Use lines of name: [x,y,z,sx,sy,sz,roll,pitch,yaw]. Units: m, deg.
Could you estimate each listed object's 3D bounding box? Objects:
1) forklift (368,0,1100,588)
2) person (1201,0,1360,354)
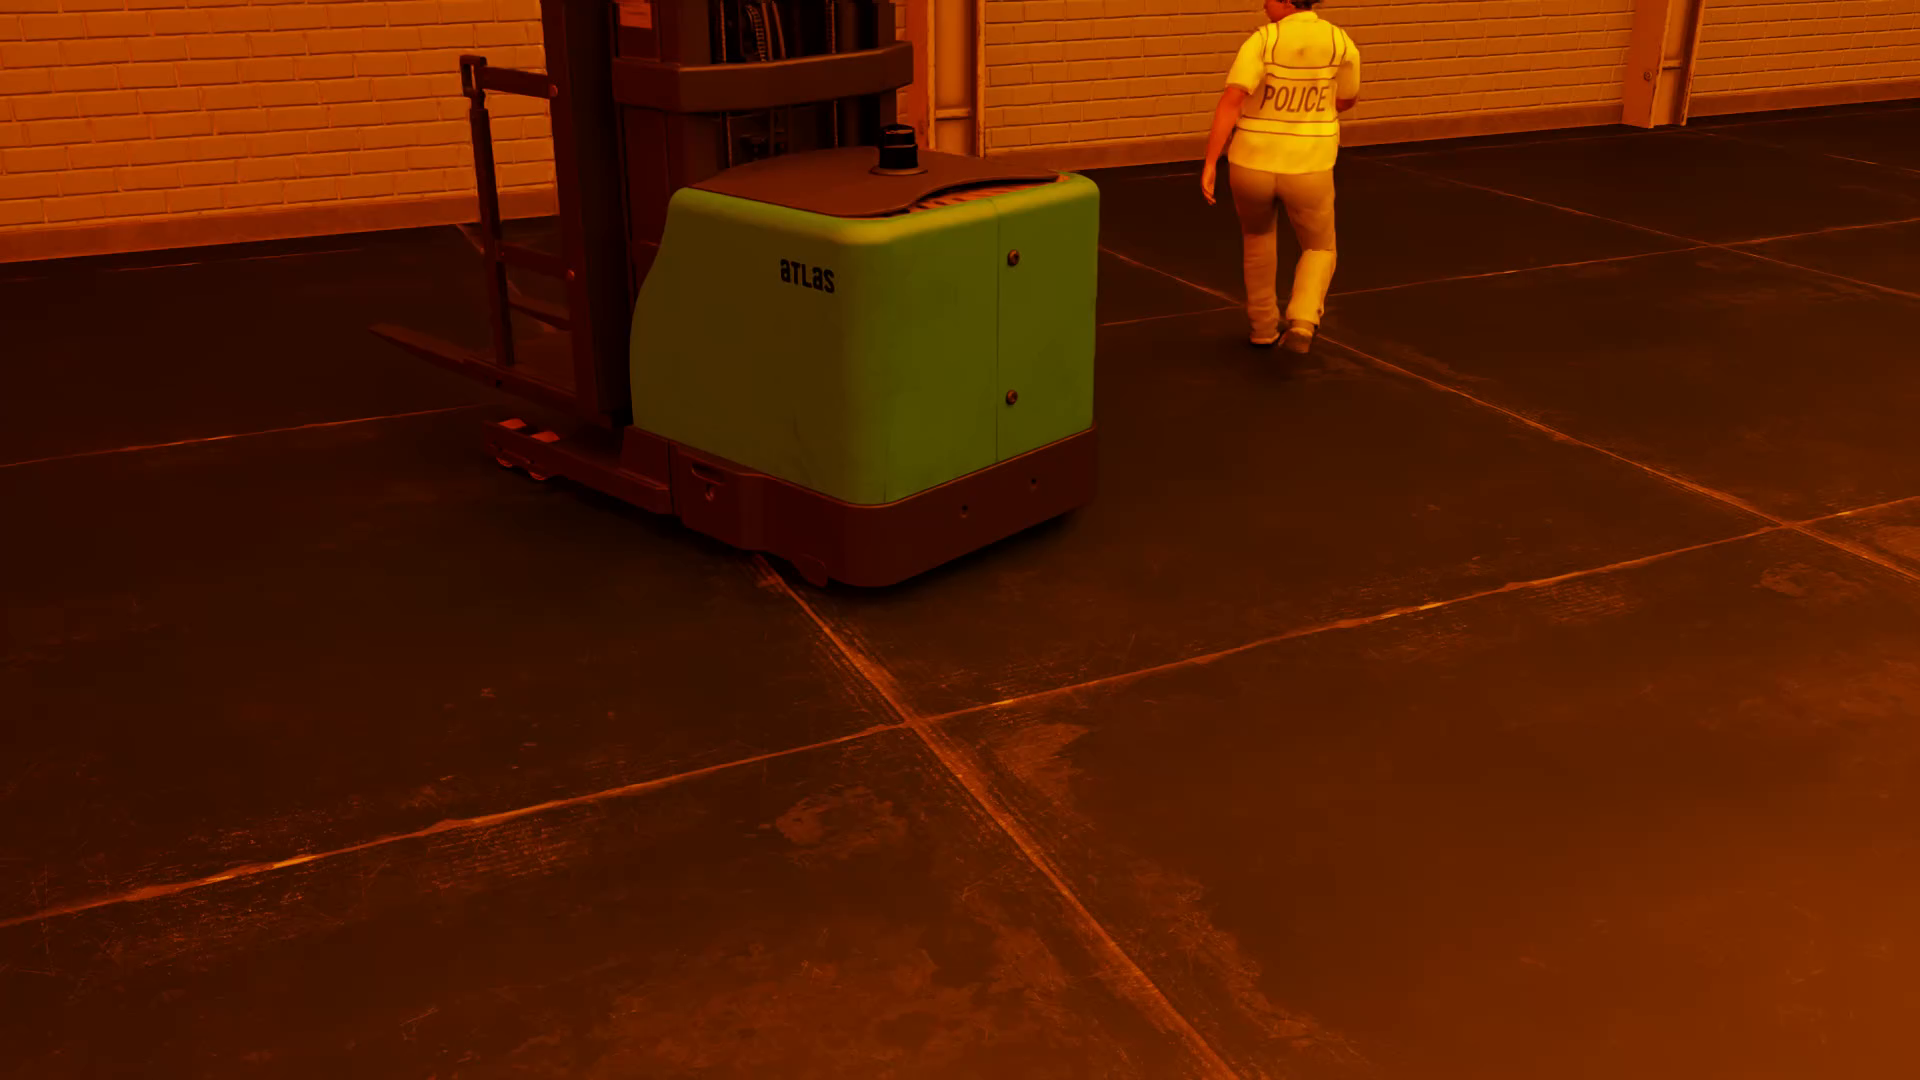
forklift: [-0.994,-1.681,5.332,3.031,2.935,1.130,20,30,39]
person: [1.292,-1.513,6.707,0.561,1.595,0.717,6,23,14]
